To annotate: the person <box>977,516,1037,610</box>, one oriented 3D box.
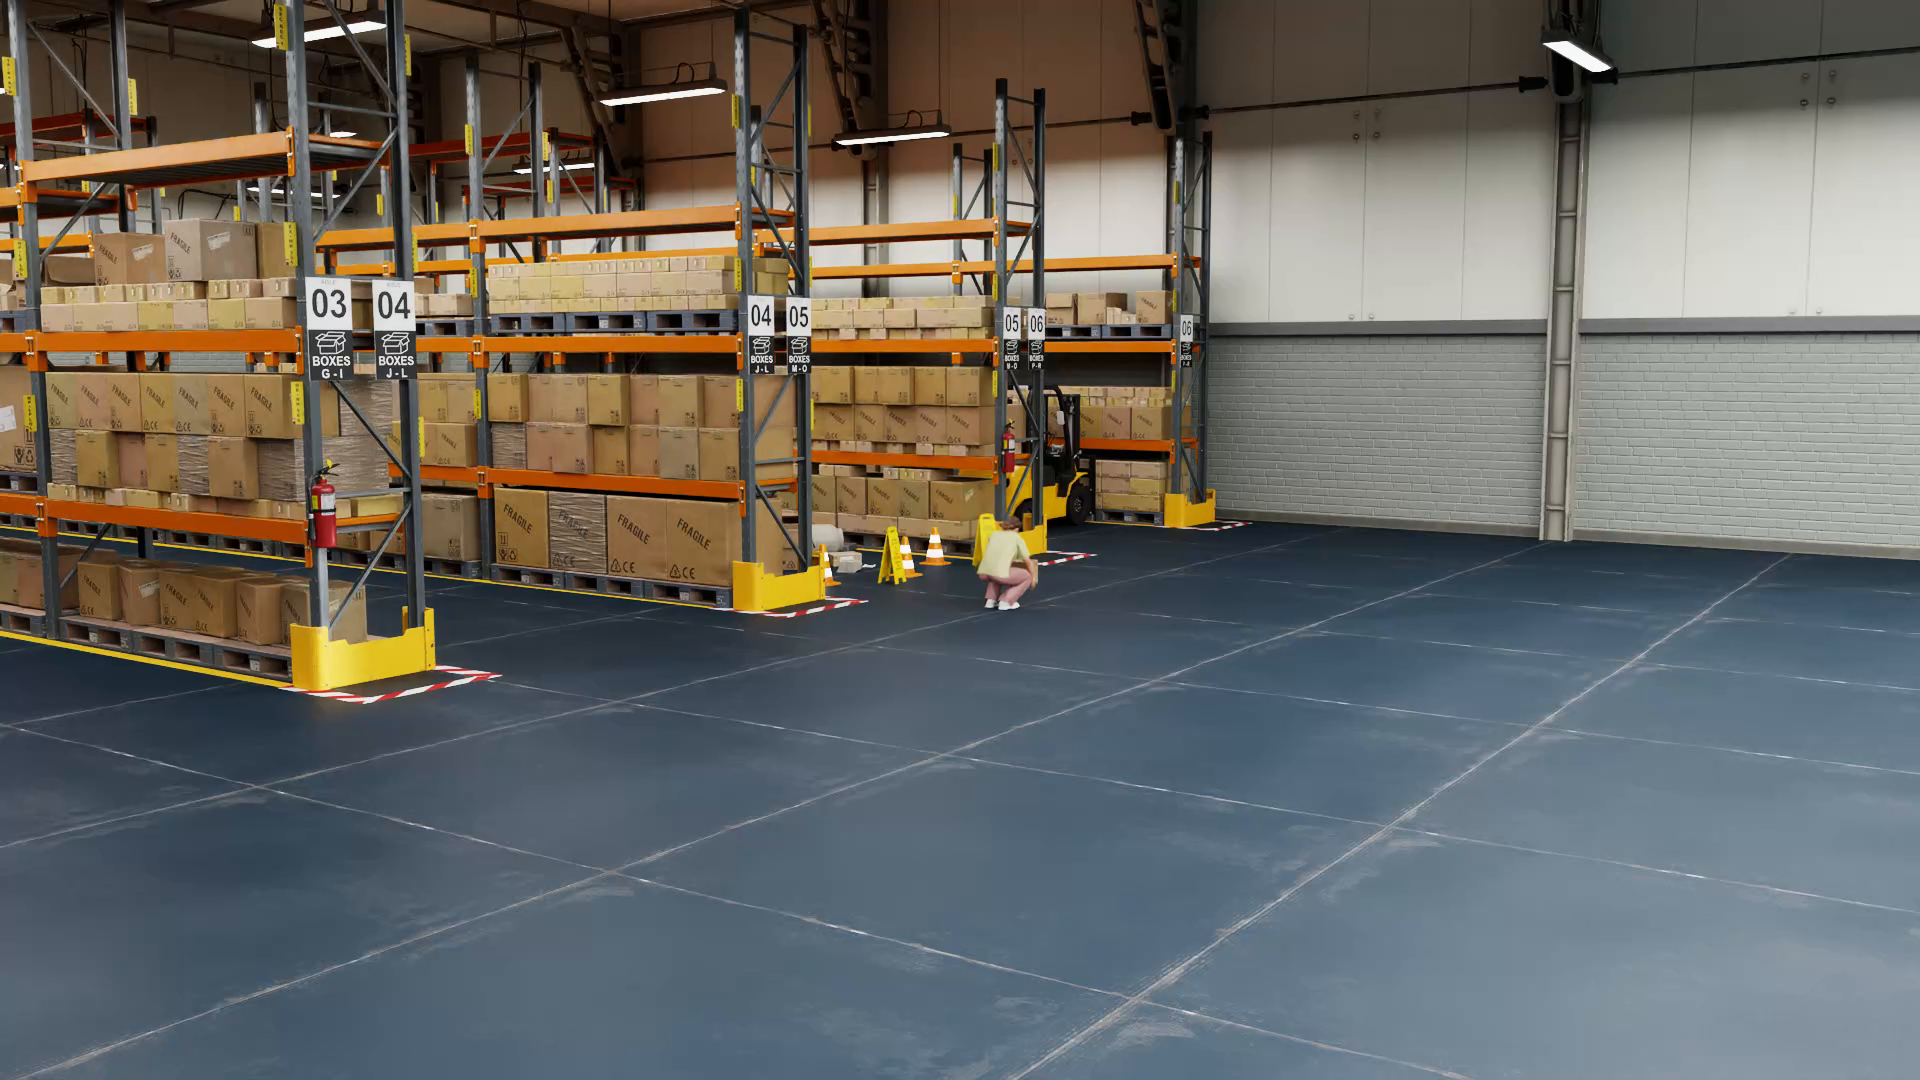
[{"bbox_3d":[0.477,0.231,17.272,0.473,0.935,0.788,4,8,33],"label":"person"}]
